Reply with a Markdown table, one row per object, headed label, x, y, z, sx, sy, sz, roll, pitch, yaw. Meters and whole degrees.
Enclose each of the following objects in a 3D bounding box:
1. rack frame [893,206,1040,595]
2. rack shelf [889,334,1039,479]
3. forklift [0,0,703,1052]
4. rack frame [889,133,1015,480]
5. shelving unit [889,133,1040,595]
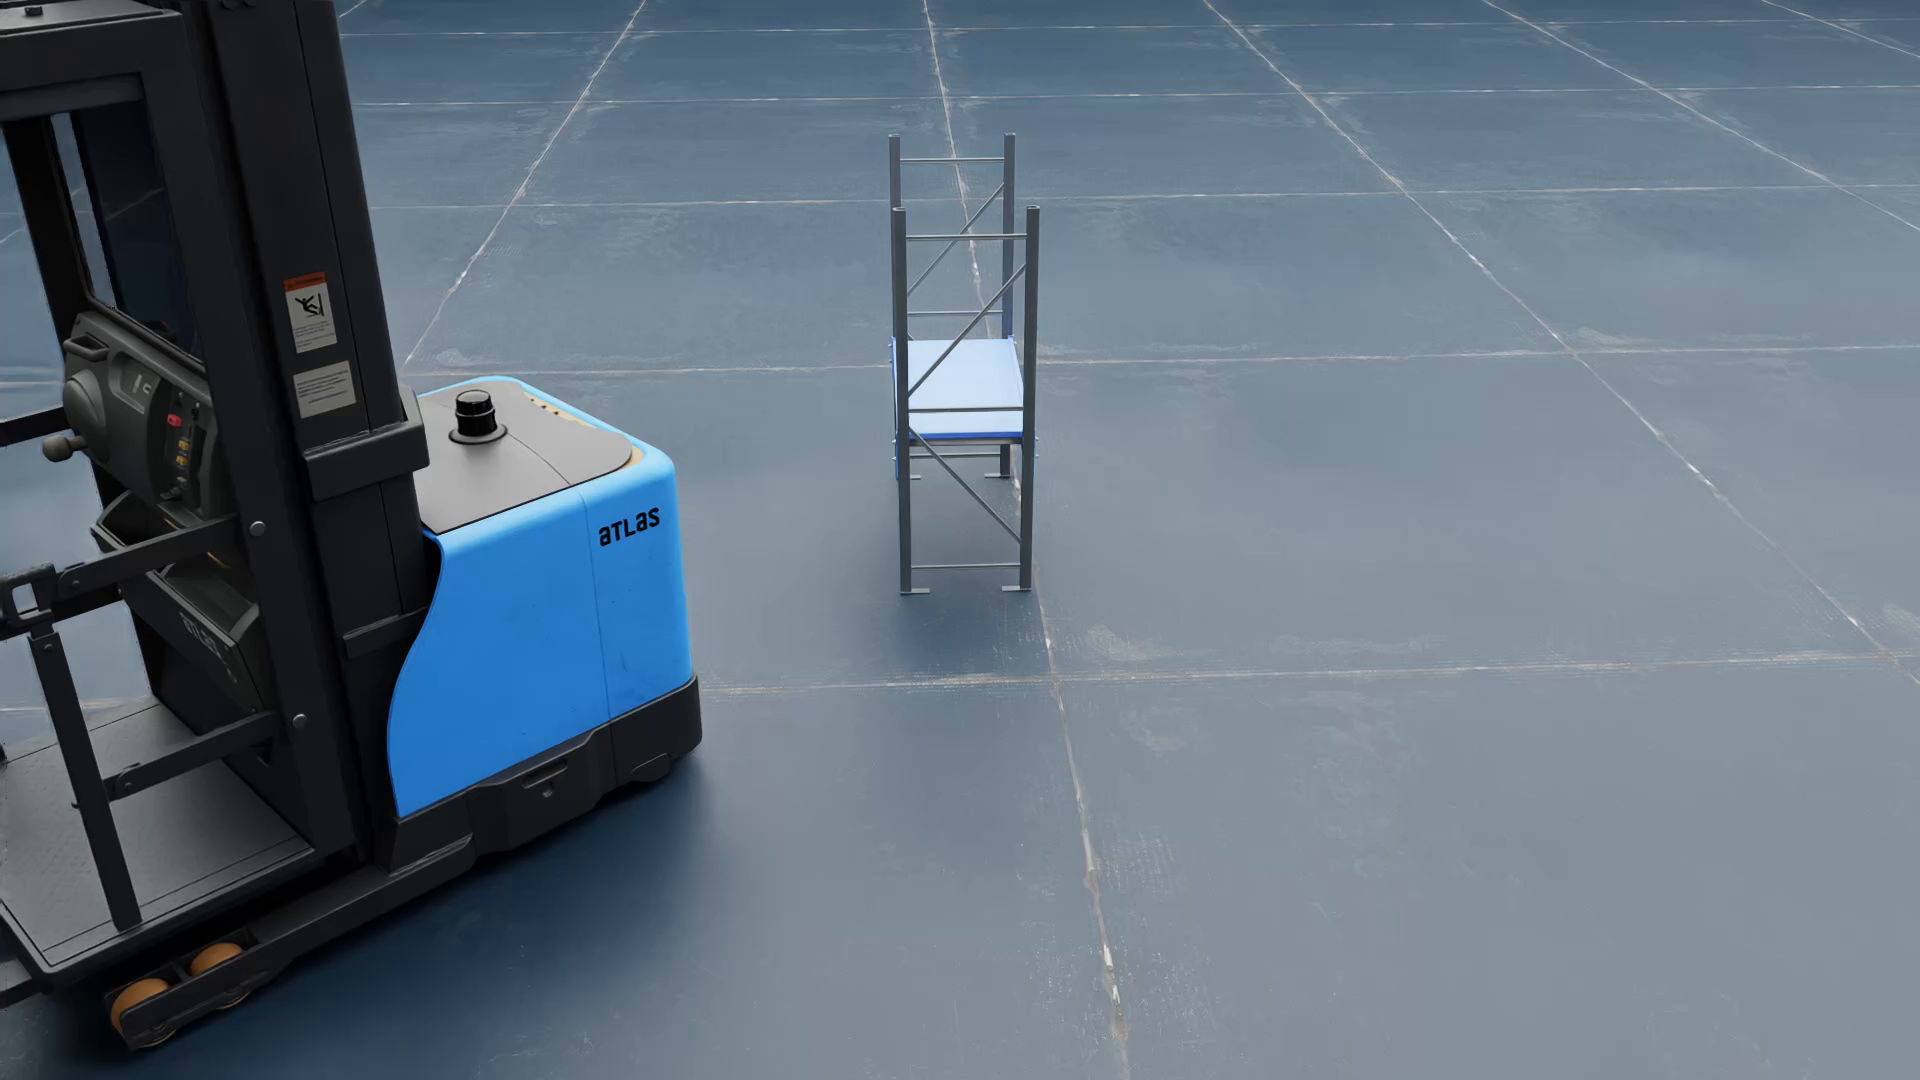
| label | x | y | z | sx | sy | sz | roll | pitch | yaw |
| --- | --- | --- | --- | --- | --- | --- | --- | --- | --- |
| rack frame | 0.022 | -0.470 | 6.029 | 0.500 | 1.500 | 0.032 | -1 | 28 | -3 |
| rack shelf | -0.004 | -0.545 | 6.562 | 0.538 | 0.185 | 1.000 | -1 | 28 | -3 |
| forklift | -2.231 | -0.273 | 4.104 | 3.031 | 2.935 | 1.130 | -25 | 36 | -39 |
| rack frame | -0.031 | -0.939 | 6.929 | 0.500 | 1.500 | 0.032 | -1 | 28 | -3 |
| shelving unit | -0.004 | -0.704 | 6.479 | 0.538 | 1.500 | 1.048 | -1 | 28 | -3 |
